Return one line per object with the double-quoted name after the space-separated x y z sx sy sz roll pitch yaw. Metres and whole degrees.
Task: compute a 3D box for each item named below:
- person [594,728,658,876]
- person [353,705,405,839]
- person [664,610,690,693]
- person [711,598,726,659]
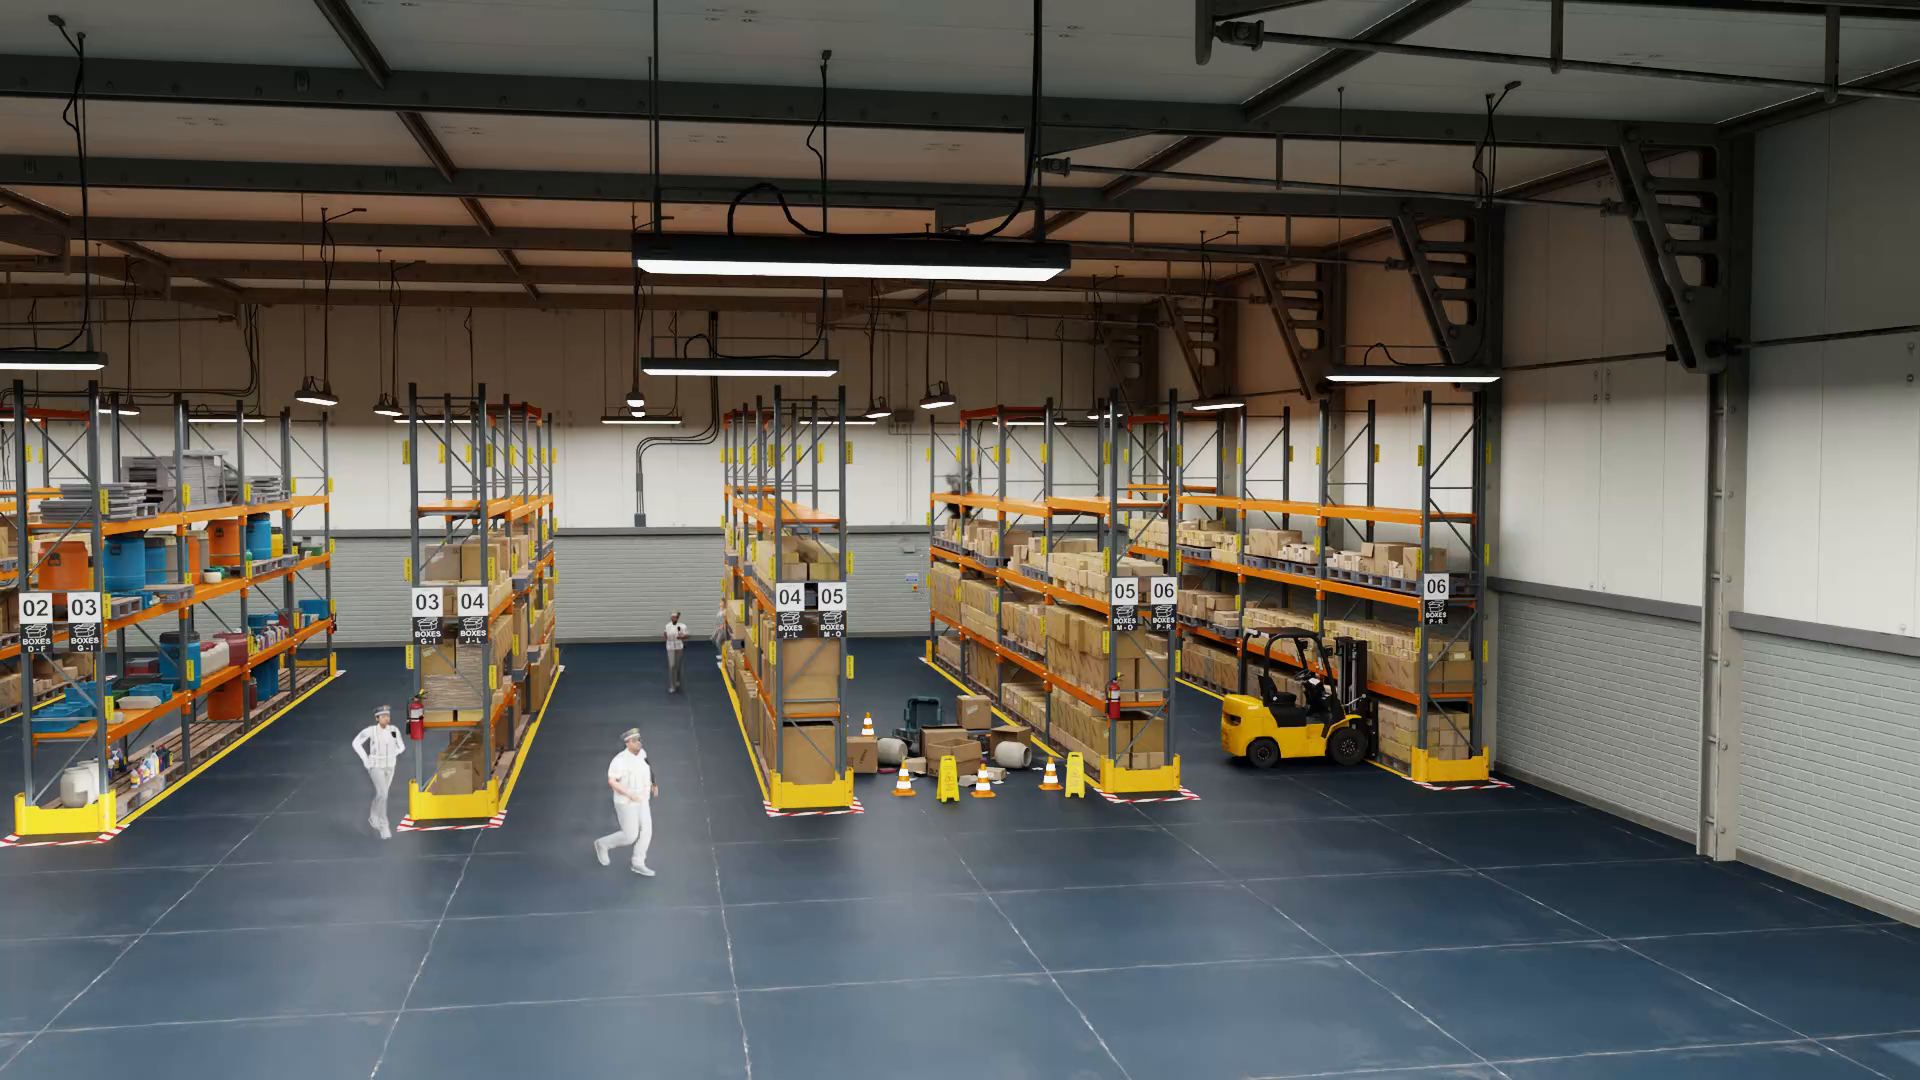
-3.976 3.124 19.979 0.749 1.775 0.666 2 3 29 "person"
-7.654 3.041 21.972 0.703 1.747 0.609 3 4 42 "person"
-6.046 2.366 35.511 0.553 1.753 0.799 0 3 -6 "person"
-5.827 2.166 40.714 0.504 1.543 0.733 -1 3 -18 "person"
